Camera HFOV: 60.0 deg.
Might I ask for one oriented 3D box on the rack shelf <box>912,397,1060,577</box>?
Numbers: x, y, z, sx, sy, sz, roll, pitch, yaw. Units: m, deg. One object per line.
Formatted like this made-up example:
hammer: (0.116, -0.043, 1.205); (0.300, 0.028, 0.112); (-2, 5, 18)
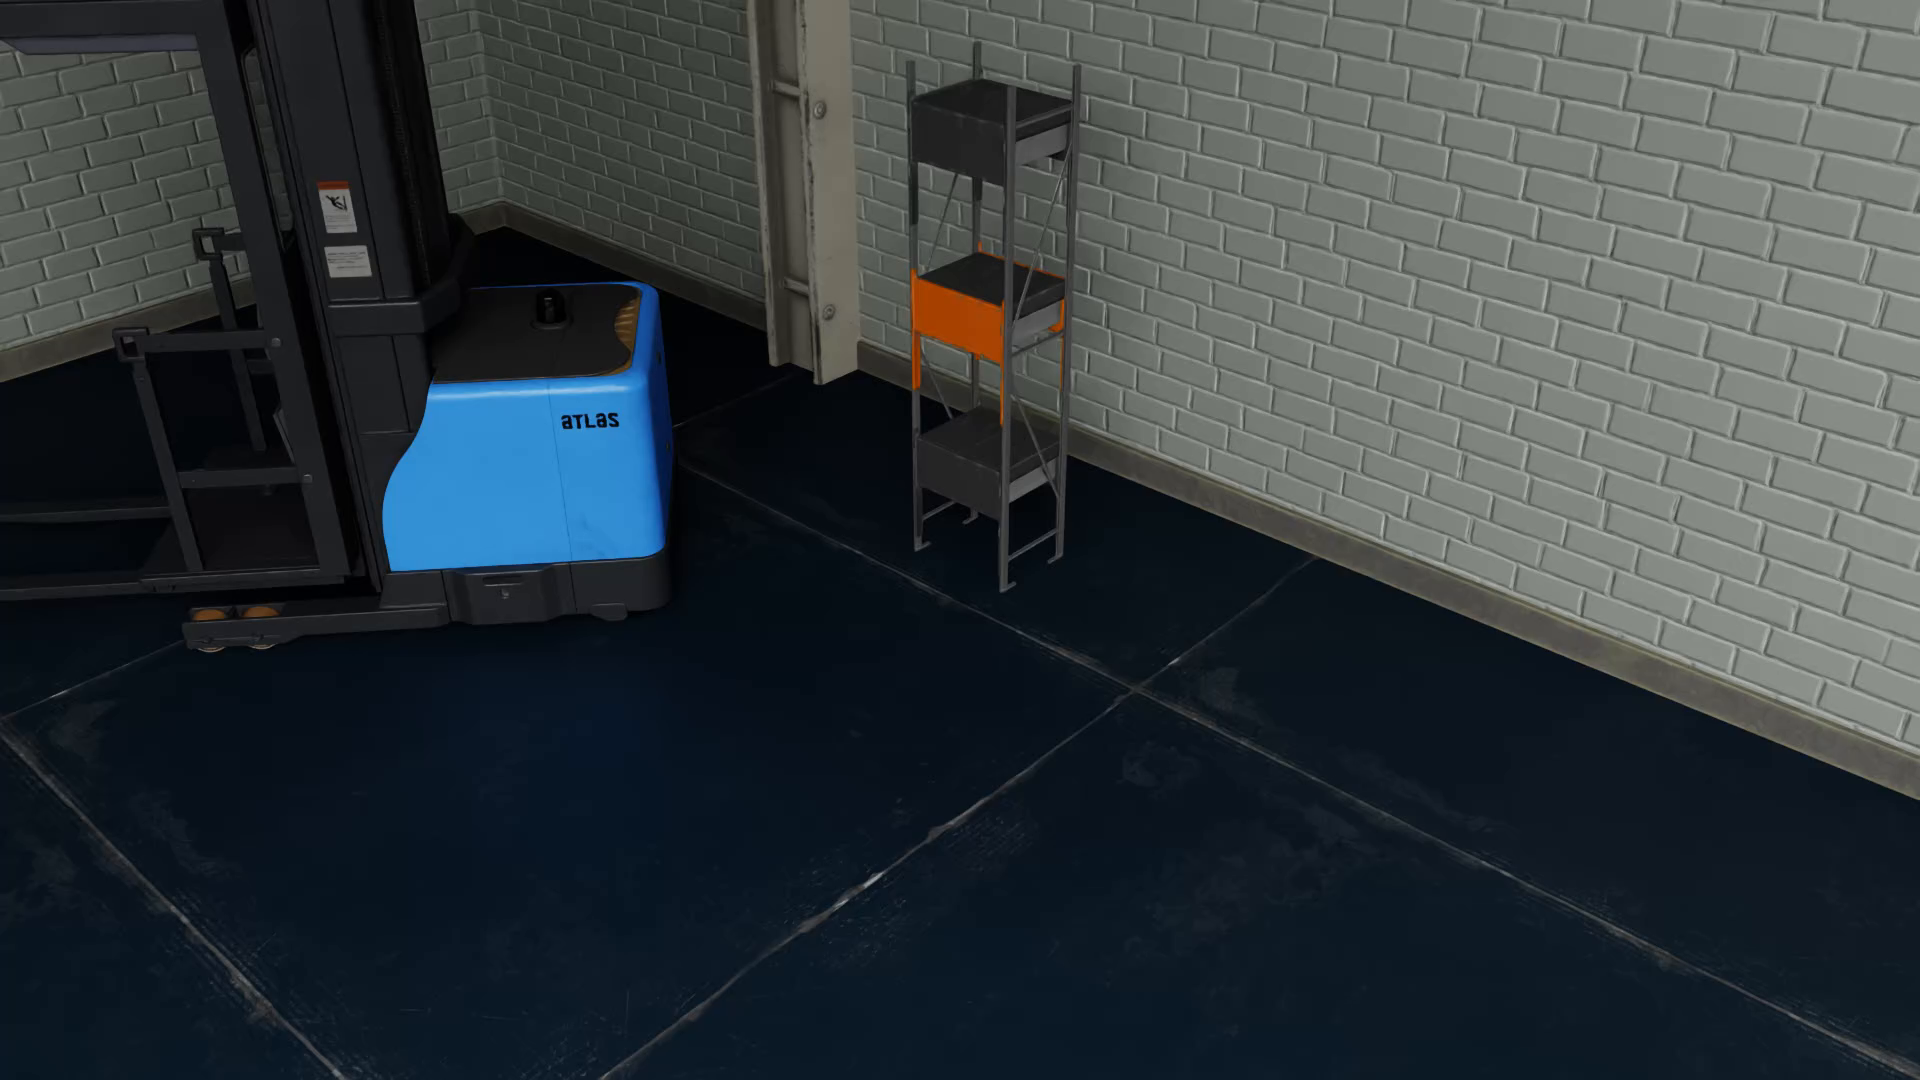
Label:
rack shelf: (0.123, -0.231, 6.981); (0.480, 0.518, 0.431); (25, 39, 35)

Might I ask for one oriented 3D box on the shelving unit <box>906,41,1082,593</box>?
shelving unit: (0.123, -0.842, 6.613); (0.503, 2.100, 0.431); (25, 39, 35)

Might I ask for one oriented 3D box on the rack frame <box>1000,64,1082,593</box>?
rack frame: (0.304, -0.758, 6.473); (0.015, 2.100, 0.400); (25, 39, 35)

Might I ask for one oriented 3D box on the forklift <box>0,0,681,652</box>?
forklift: (-2.710, -1.103, 6.241); (3.031, 2.935, 1.130); (-3, 31, -5)

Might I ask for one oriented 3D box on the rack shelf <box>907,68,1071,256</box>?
rack shelf: (0.123, -1.430, 6.259); (0.480, 0.518, 0.431); (25, 39, 35)

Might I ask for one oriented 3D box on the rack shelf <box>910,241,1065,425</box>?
rack shelf: (0.123, -0.831, 6.620); (0.480, 0.518, 0.431); (25, 39, 35)

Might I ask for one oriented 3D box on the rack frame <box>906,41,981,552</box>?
rack frame: (-0.058, -0.927, 6.754); (0.015, 2.100, 0.400); (25, 39, 35)

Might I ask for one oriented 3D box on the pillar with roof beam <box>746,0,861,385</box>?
pillar with roof beam: (-3.653, -3.132, 3.727); (0.400, 9.000, 9.100); (25, 39, 35)
